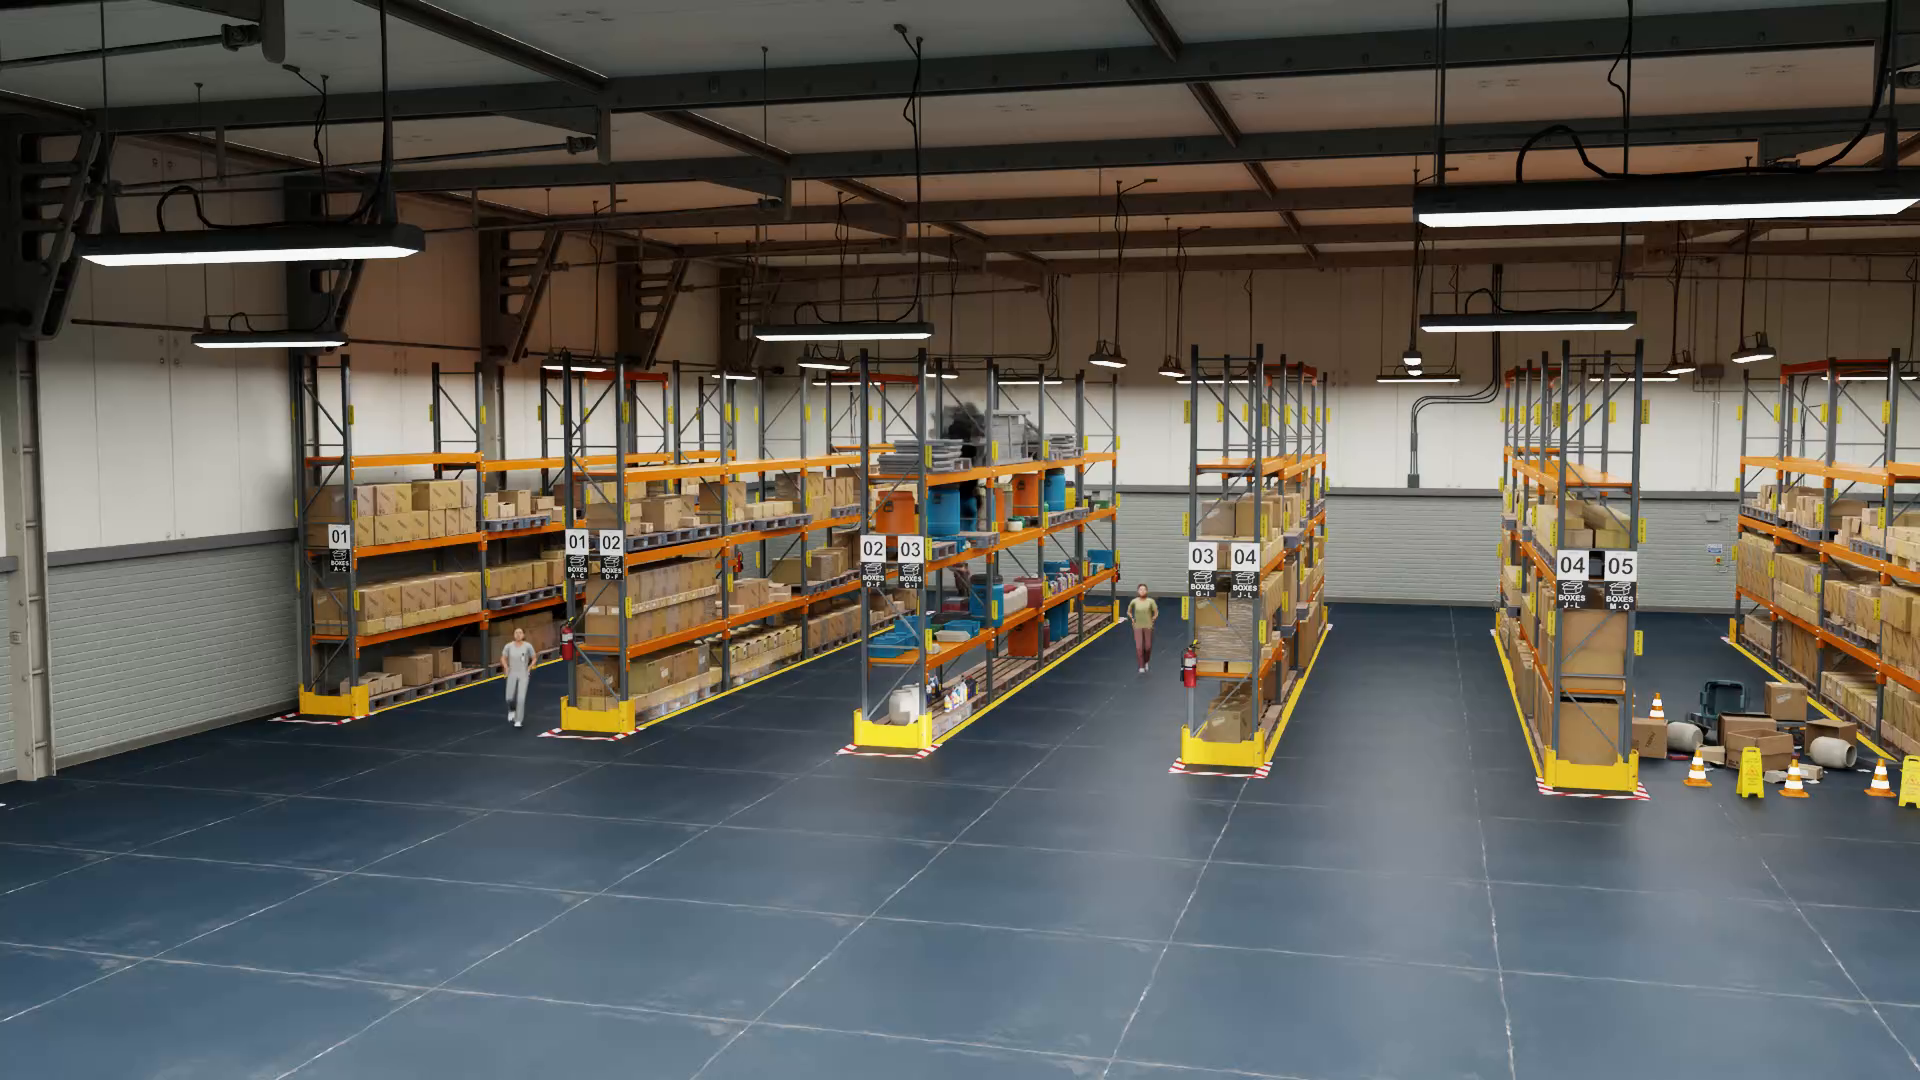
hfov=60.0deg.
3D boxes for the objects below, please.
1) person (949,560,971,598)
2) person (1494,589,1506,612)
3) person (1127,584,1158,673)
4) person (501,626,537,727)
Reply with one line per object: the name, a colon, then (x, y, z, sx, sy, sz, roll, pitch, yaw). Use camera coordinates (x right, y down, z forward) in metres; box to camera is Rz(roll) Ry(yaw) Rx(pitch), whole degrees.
person: (0.041, 0.978, 41.777, 0.704, 1.776, 0.979, -3, 5, -31)
person: (12.831, 1.300, 39.111, 0.527, 1.552, 0.599, 3, 5, 37)
person: (3.340, 1.615, 30.453, 0.577, 1.625, 0.521, 0, 4, 6)
person: (-7.087, 2.191, 26.726, 0.562, 1.620, 0.558, -1, 4, -11)
